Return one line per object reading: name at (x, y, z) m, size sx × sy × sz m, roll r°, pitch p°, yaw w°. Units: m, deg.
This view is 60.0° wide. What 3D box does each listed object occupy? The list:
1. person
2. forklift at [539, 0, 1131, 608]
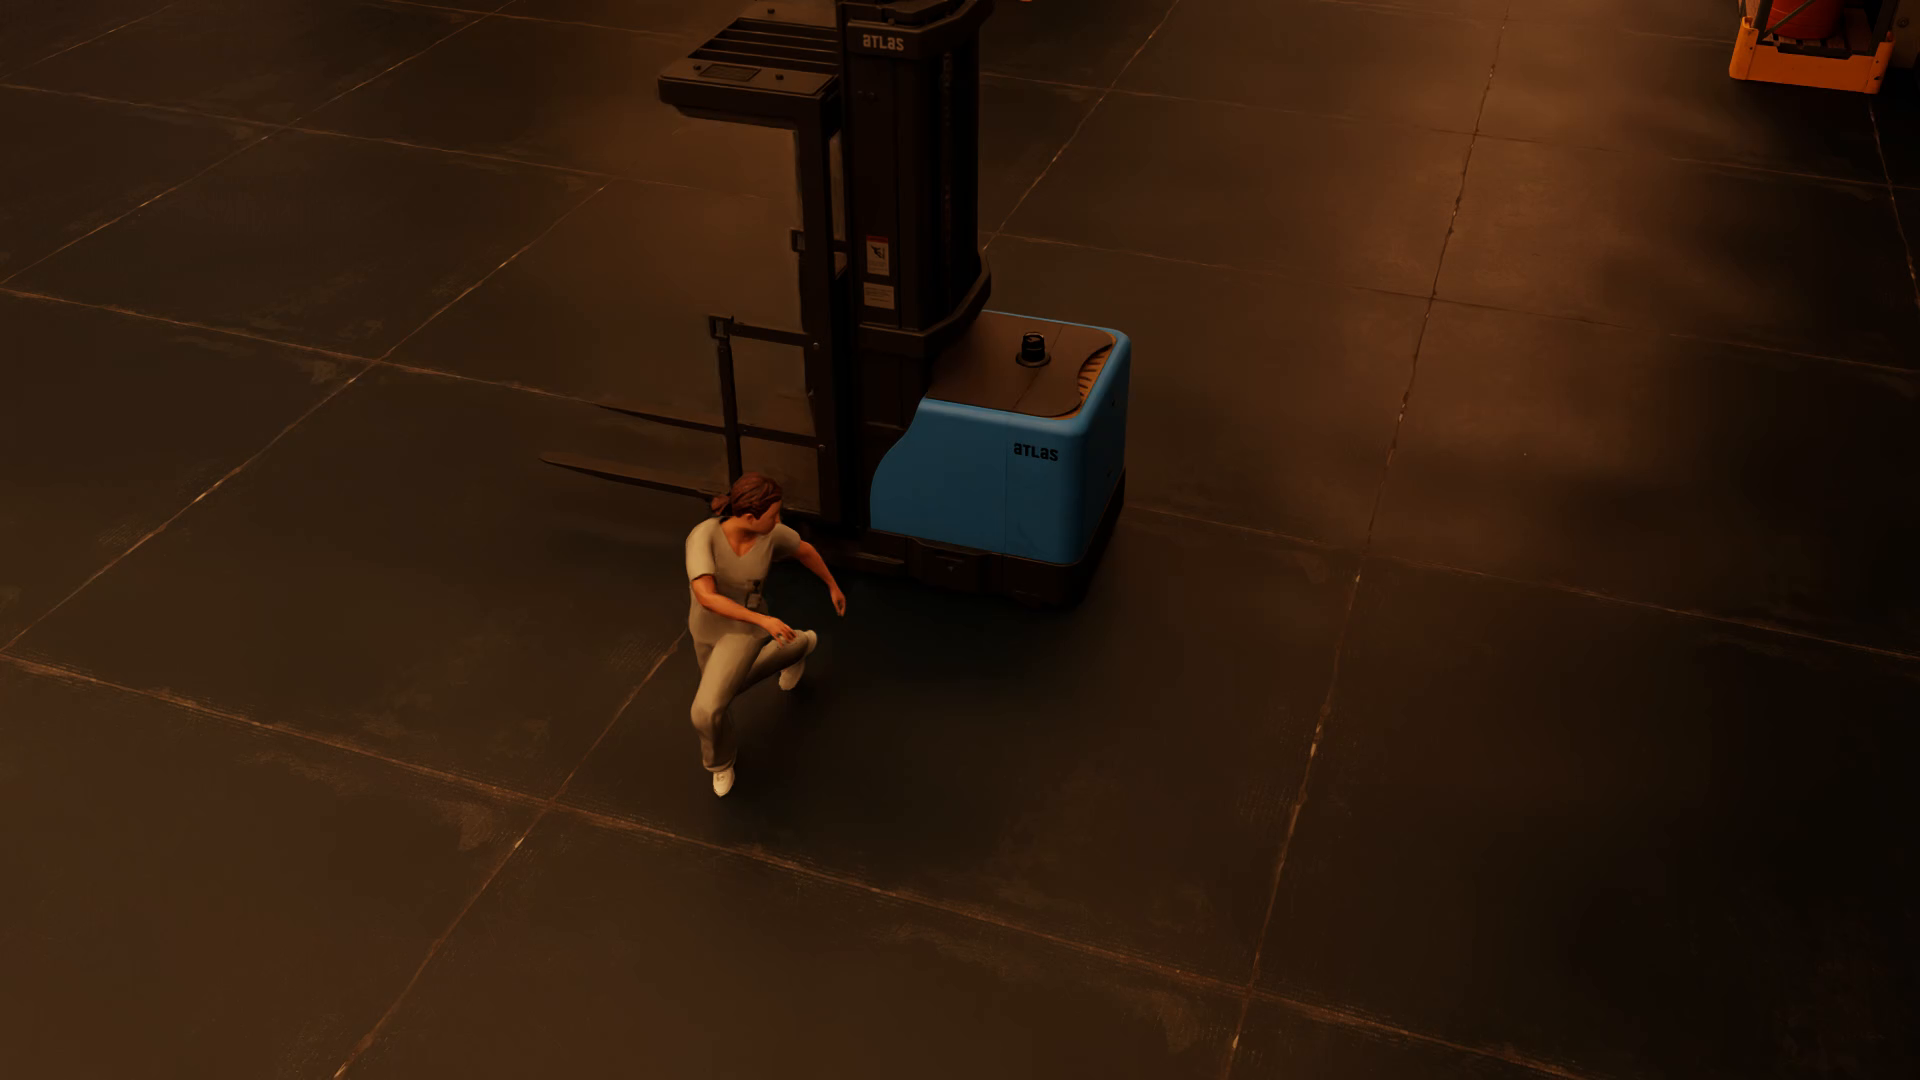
person at (-0.850, 0.317, 7.018) m, size 0.608 × 1.448 × 0.920 m, roll 8°, pitch 36°, yaw 11°
forklift at (-0.711, -1.362, 8.032) m, size 3.031 × 2.935 × 1.130 m, roll 11°, pitch 37°, yaw 15°
